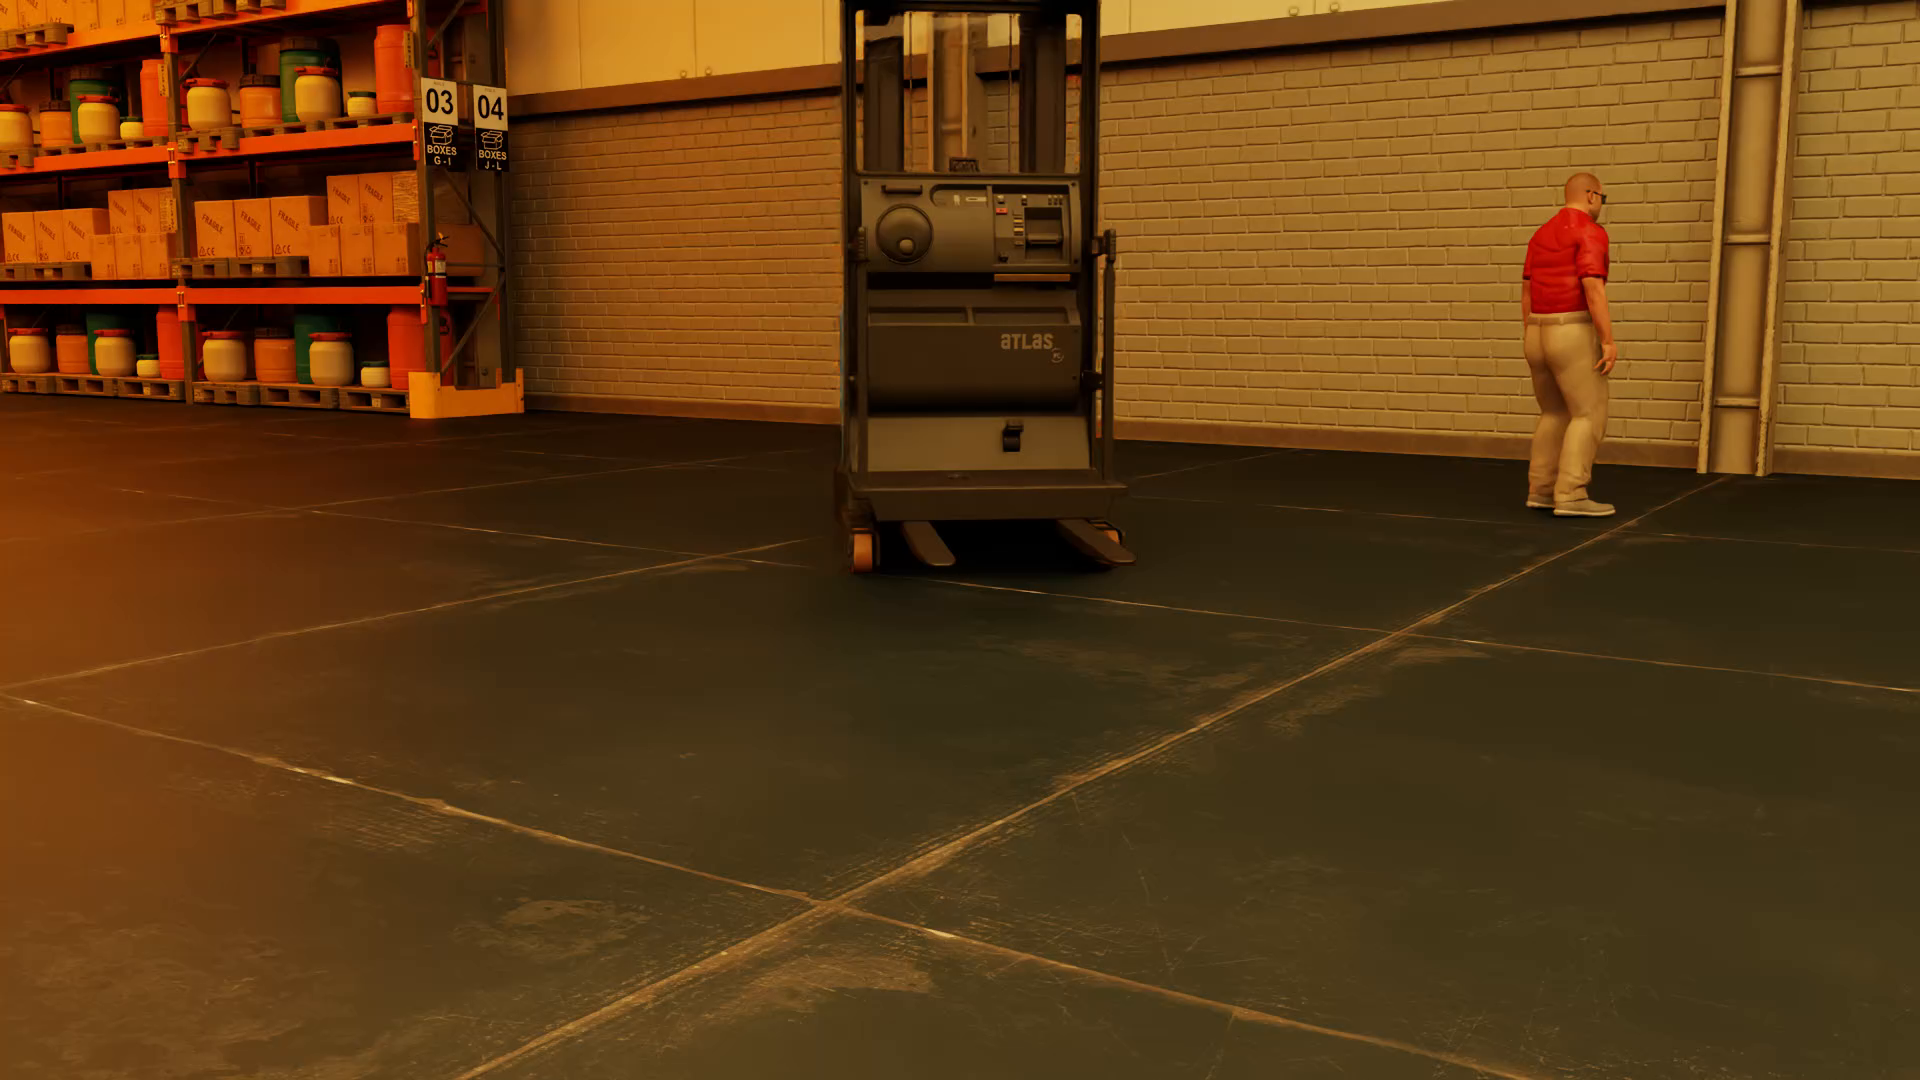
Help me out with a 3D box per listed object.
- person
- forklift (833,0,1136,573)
[{"bbox_3d":[3.128,-0.990,8.480,0.422,1.736,0.594,-2,8,-17],"label":"person"},{"bbox_3d":[0.073,-1.366,6.797,1.130,2.935,3.031,-1,8,-6],"label":"forklift"}]
